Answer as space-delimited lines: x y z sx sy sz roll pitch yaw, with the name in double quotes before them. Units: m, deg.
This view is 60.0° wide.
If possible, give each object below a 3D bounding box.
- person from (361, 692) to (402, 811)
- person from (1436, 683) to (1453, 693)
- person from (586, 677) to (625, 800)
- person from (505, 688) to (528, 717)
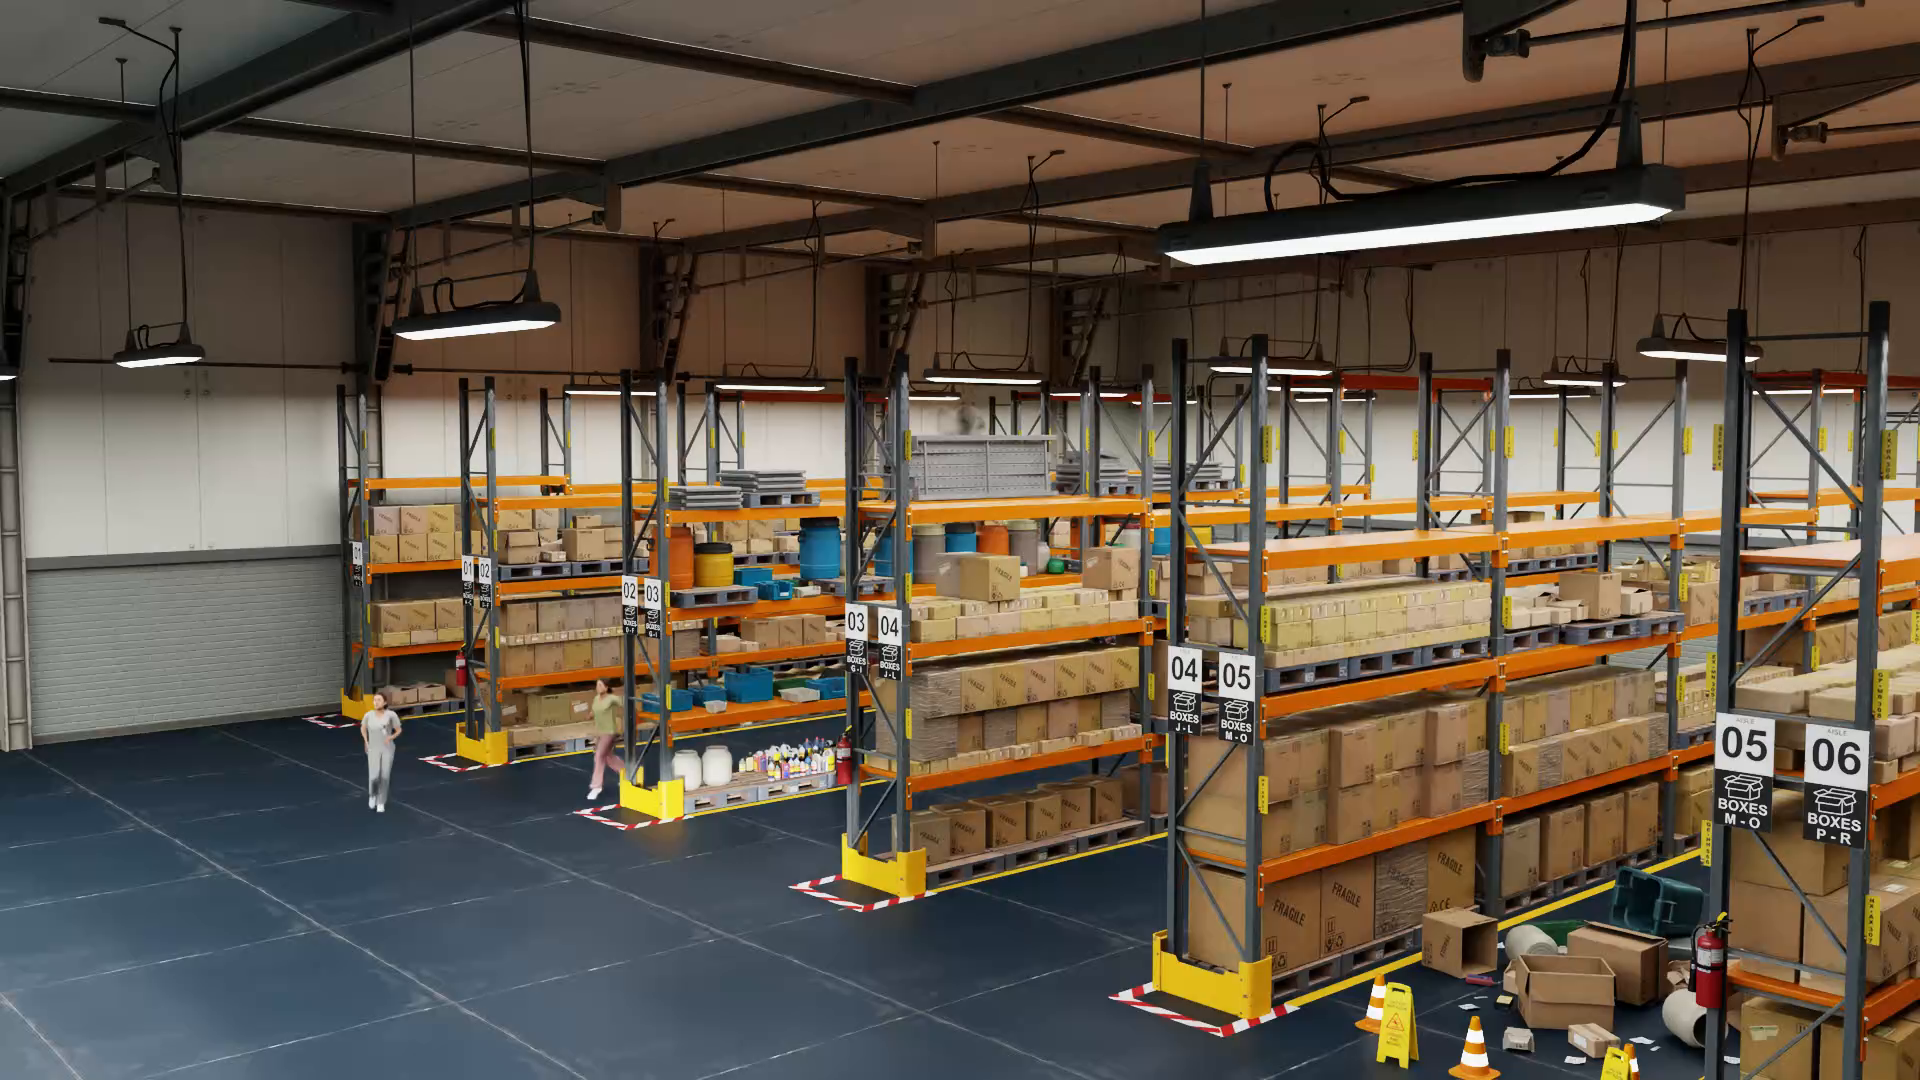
"person" -7.824 2.868 22.467 0.550 1.637 0.565 -1 4 -13
"person" 6.730 2.757 23.115 0.640 1.839 0.819 3 5 41
"person" -5.025 2.782 23.685 0.607 1.686 0.931 3 5 38
"person" -7.651 2.470 28.141 0.669 1.695 0.868 3 5 37
